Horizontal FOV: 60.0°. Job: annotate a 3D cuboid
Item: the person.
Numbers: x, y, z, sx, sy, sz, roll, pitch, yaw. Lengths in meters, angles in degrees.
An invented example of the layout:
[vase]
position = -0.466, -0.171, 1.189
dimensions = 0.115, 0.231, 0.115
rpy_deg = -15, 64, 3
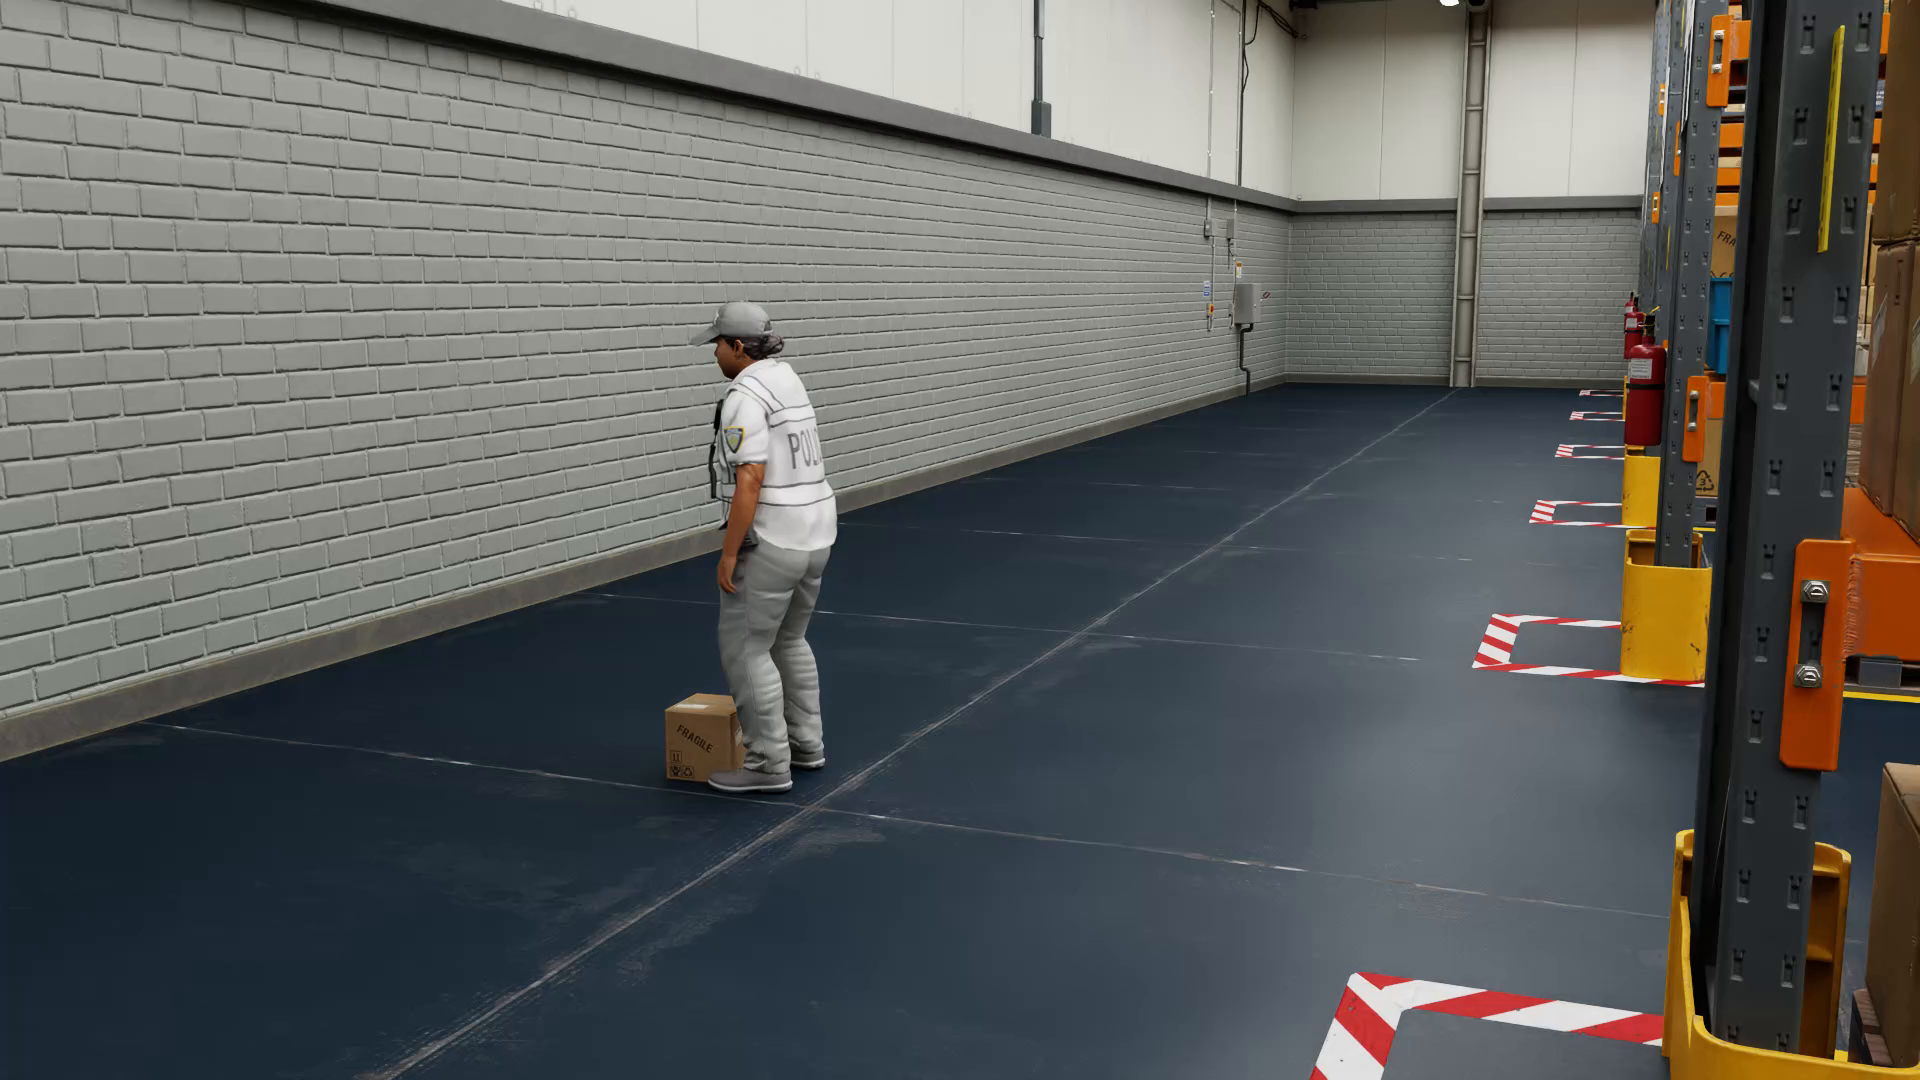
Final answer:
[person]
position = -0.674, 0.017, 5.723
dimensions = 0.462, 1.667, 0.563
rpy_deg = 3, 9, 18
